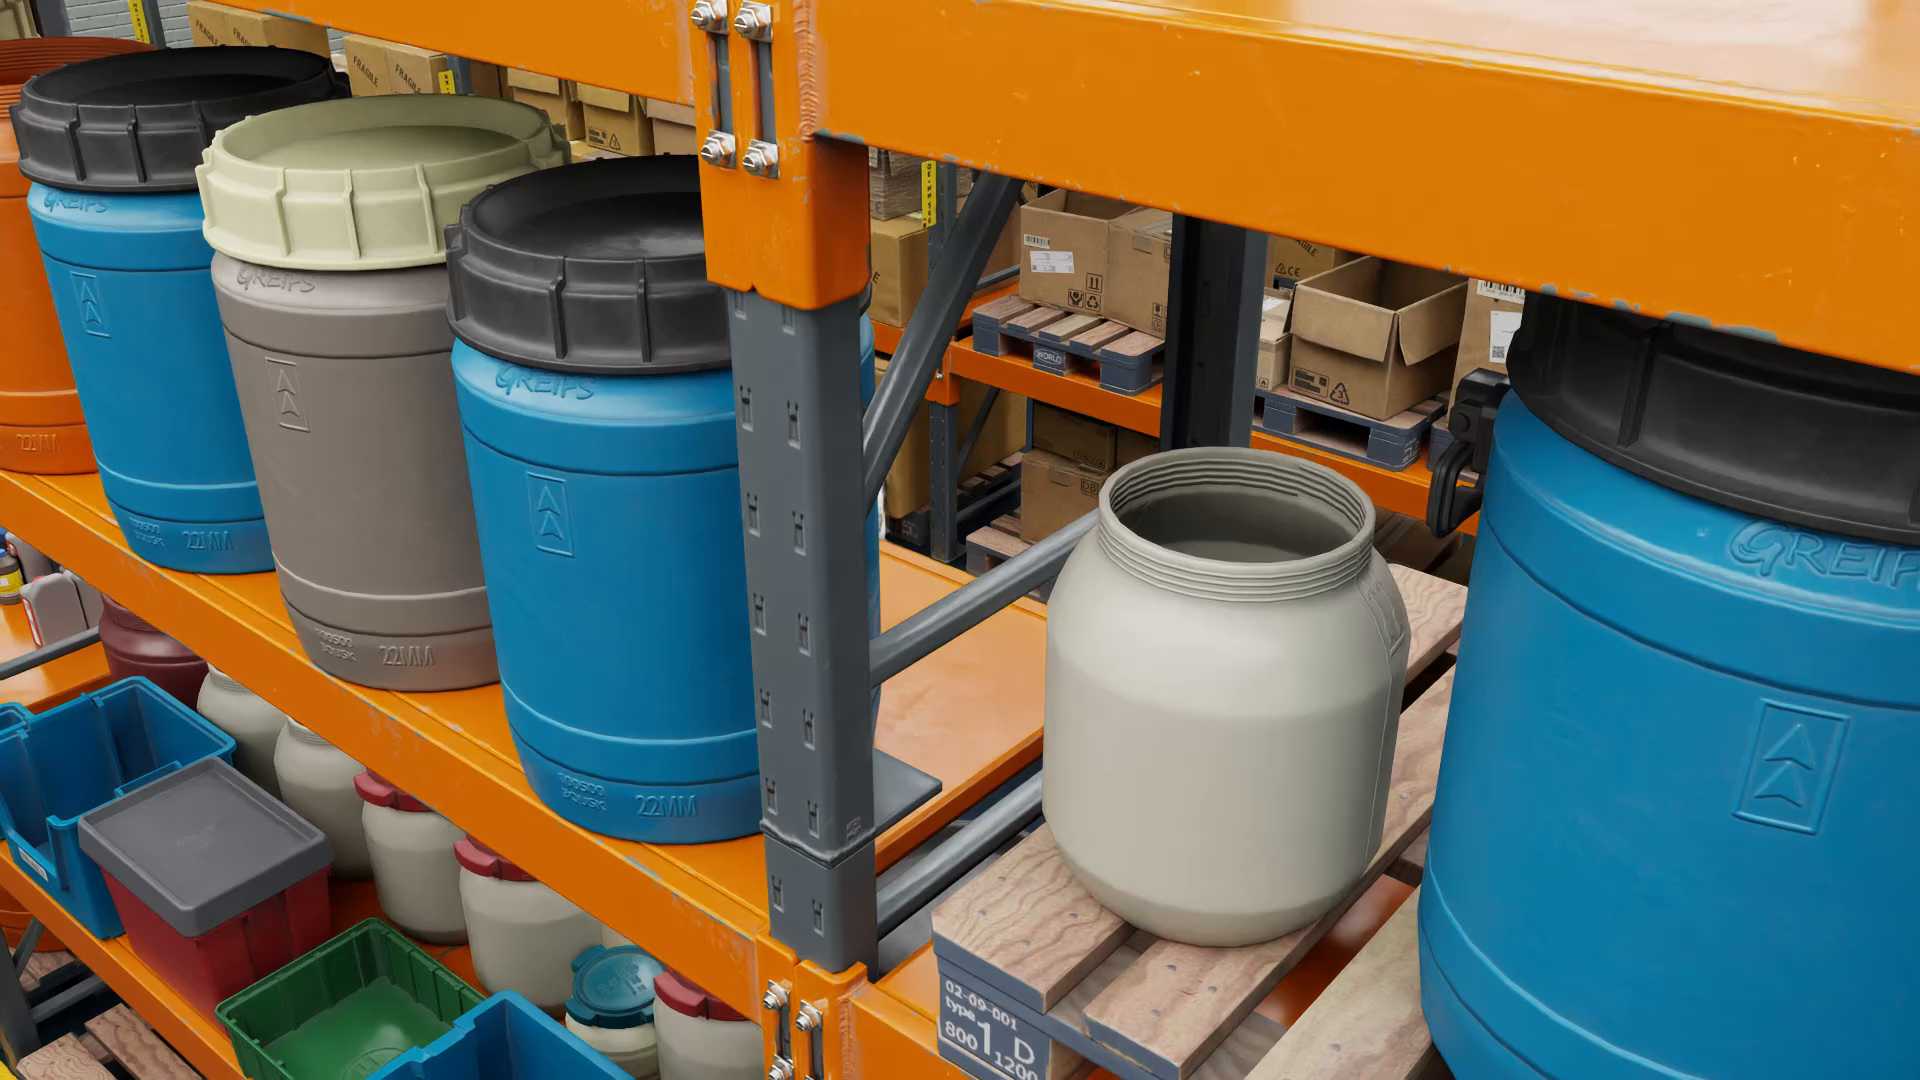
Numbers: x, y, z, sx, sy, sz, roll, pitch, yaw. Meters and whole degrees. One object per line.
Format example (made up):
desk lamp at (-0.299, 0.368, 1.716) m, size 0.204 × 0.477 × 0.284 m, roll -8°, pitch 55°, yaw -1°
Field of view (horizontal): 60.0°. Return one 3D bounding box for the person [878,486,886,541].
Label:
person at (-0.447, 0.217, 7.205) m, size 0.686 × 1.631 × 0.519 m, roll -16°, pitch 31°, yaw -28°
